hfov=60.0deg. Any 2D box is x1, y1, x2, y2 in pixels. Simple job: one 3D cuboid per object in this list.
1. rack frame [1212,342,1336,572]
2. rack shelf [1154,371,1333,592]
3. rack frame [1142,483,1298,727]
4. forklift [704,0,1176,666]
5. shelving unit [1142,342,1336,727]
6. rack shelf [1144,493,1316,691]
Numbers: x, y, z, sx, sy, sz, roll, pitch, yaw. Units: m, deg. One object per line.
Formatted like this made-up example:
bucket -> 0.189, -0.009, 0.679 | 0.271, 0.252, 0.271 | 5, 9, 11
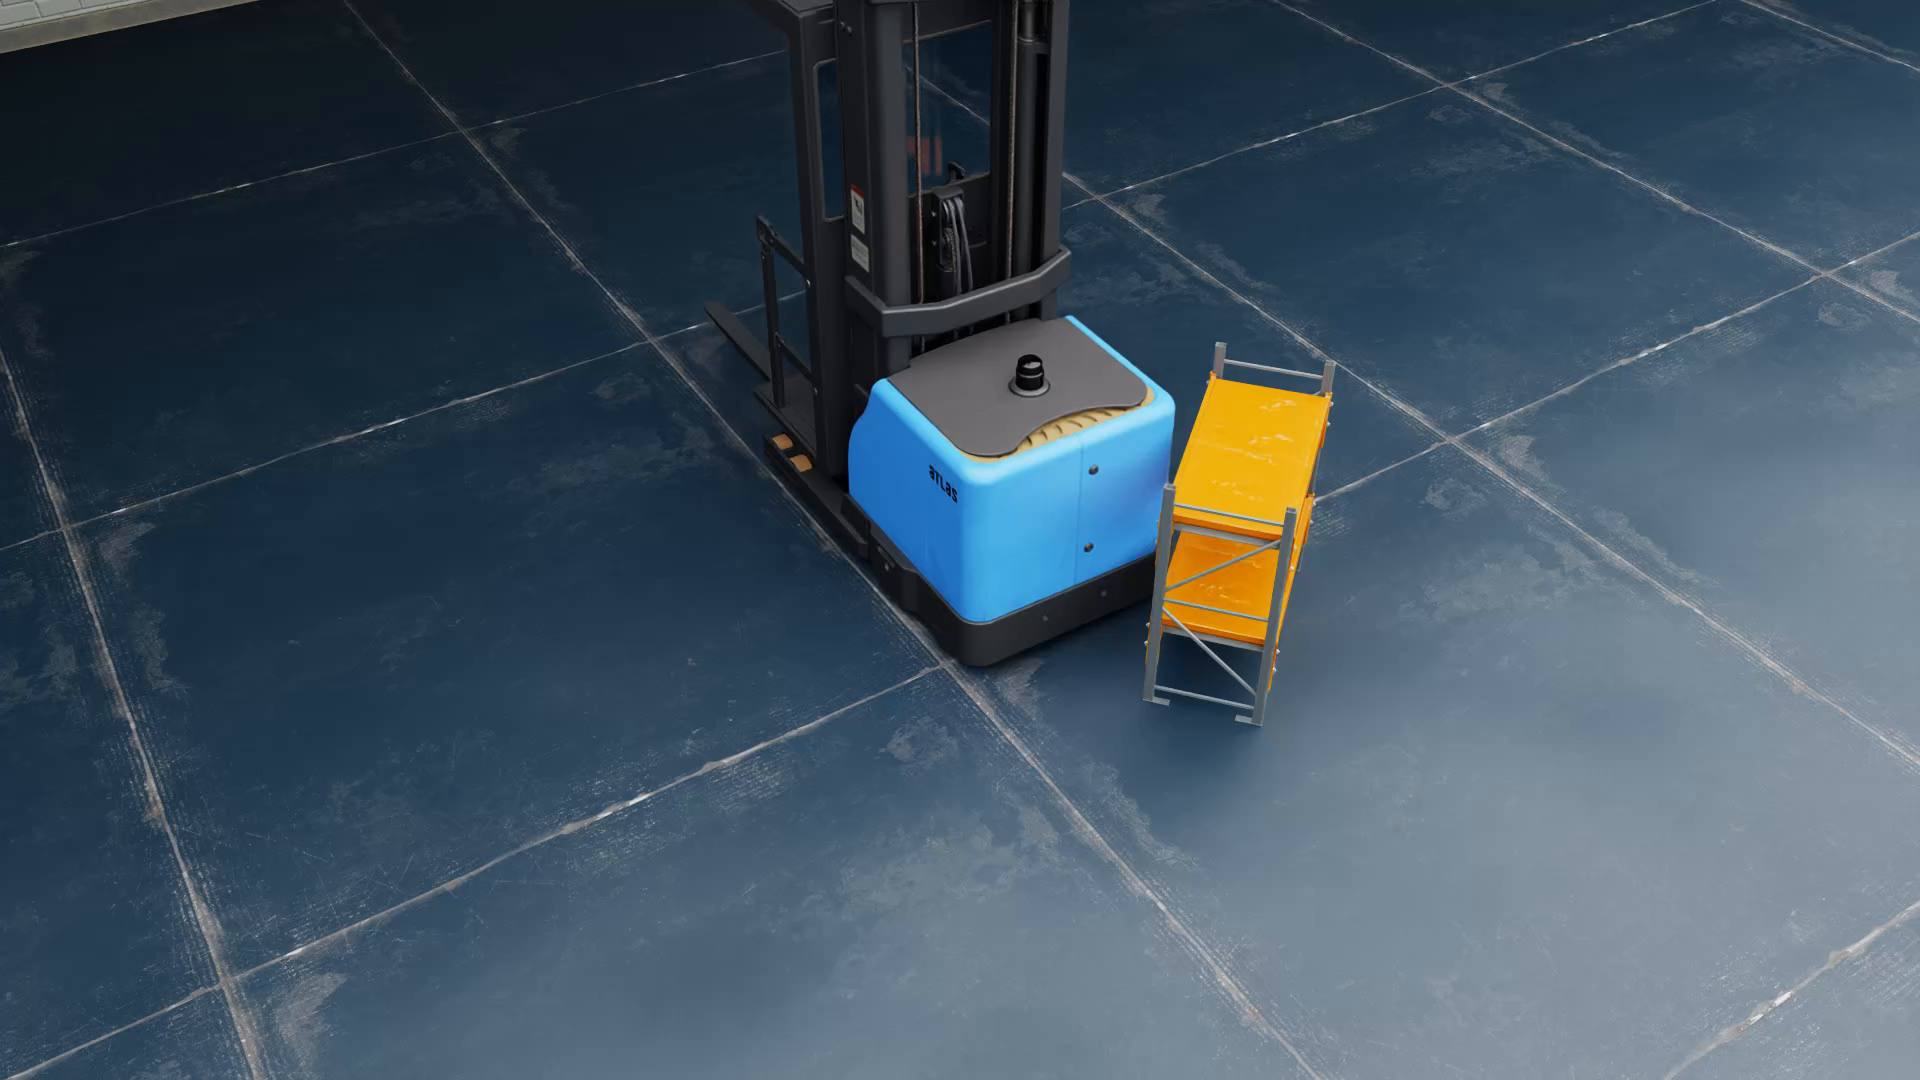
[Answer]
rack frame -> 1.313, -0.343, 7.283 | 0.500, 1.125, 0.032 | 11, 41, 13
rack shelf -> 1.159, -0.258, 6.724 | 0.538, 0.278, 1.000 | 11, 41, 13
rack frame -> 1.005, 0.277, 6.539 | 0.500, 1.125, 0.032 | 11, 41, 13
forklift -> -0.301, -1.514, 7.277 | 1.130, 2.935, 3.031 | -21, 44, -24
shelving unit -> 1.159, -0.033, 6.911 | 0.538, 1.125, 1.048 | 11, 41, 13
rack shelf -> 1.159, 0.155, 7.068 | 0.538, 0.278, 1.000 | 11, 41, 13
